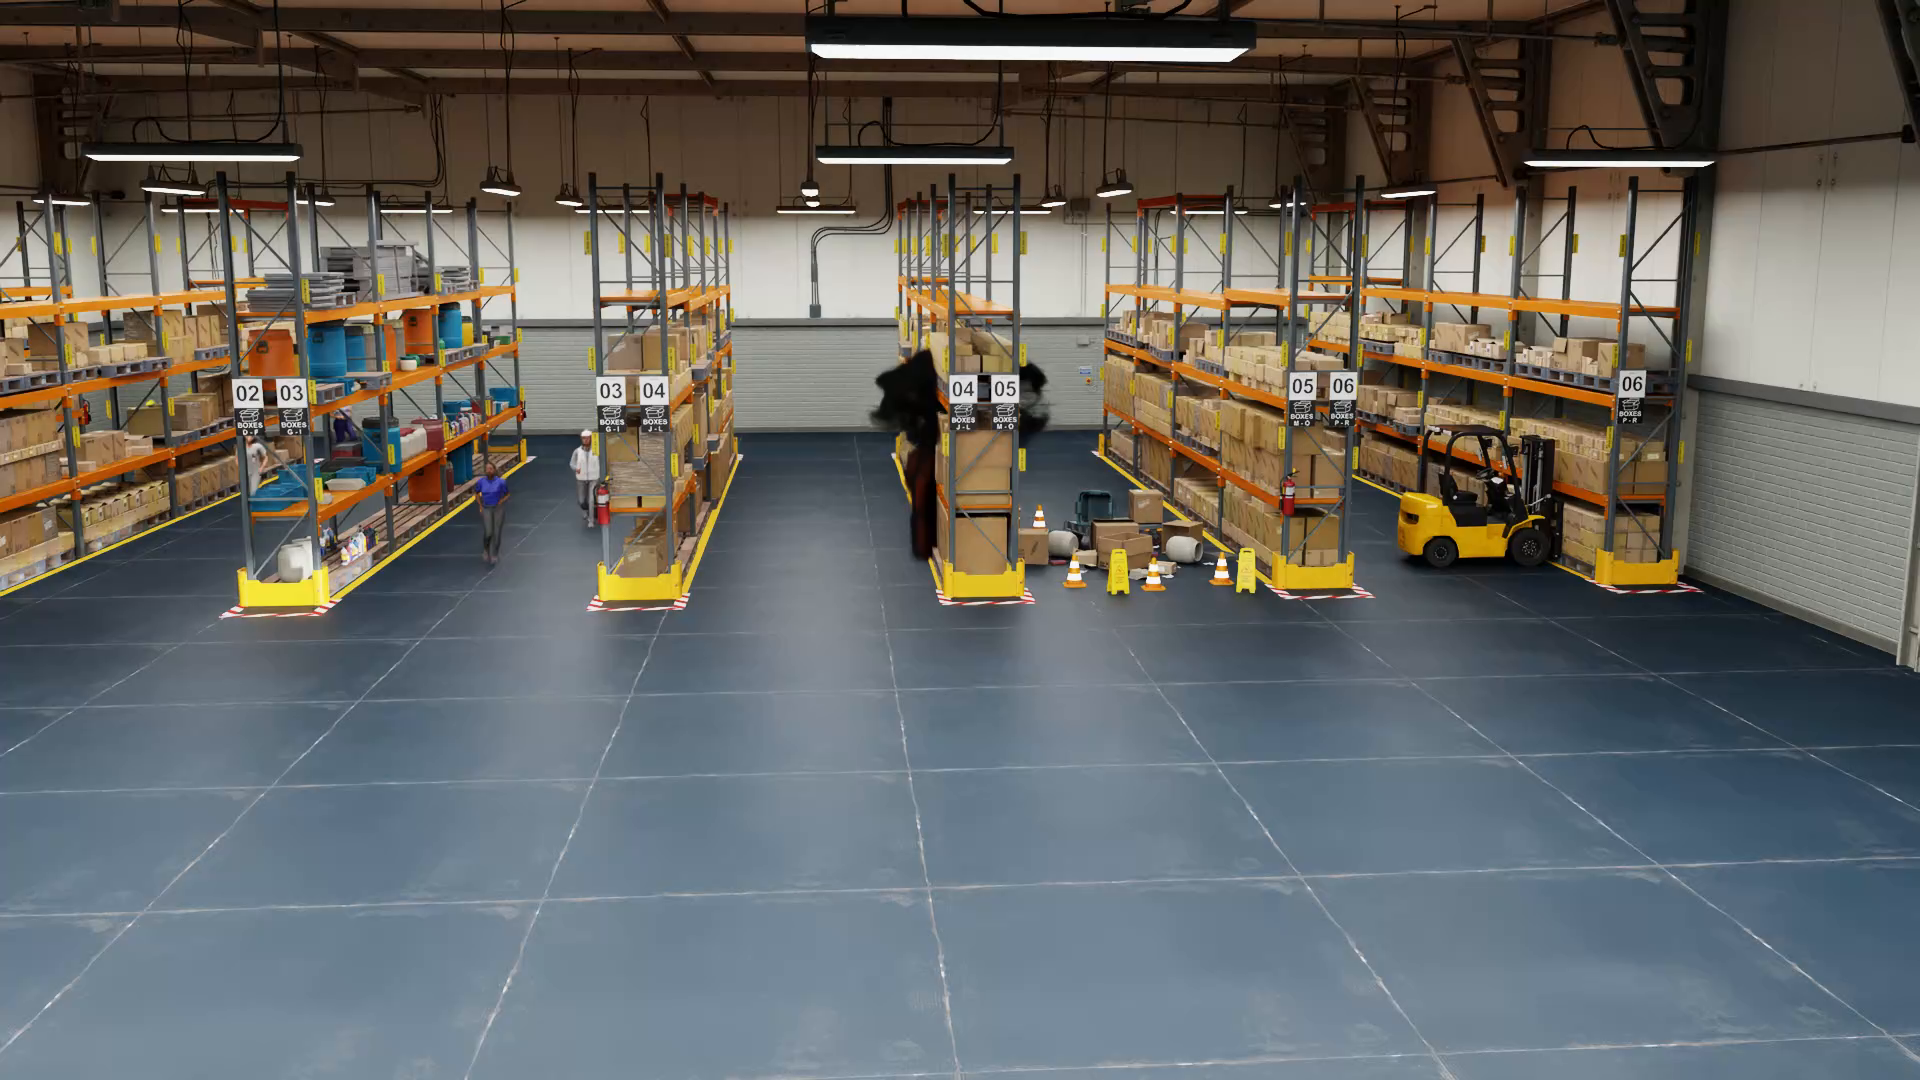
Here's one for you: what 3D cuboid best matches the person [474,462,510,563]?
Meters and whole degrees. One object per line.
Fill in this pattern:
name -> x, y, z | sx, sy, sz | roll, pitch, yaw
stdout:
person -> -7.421, -0.424, 26.426 | 0.561, 1.621, 0.573 | -3, 10, -14

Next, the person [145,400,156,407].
person -> -17.203, -2.114, 35.548 | 0.705, 1.765, 0.889 | -1, 10, -6

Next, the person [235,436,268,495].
person -> -13.191, -1.224, 31.014 | 0.585, 1.628, 0.605 | -2, 10, -13

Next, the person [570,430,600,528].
person -> -6.697, -1.112, 30.021 | 0.669, 1.733, 0.760 | -1, 10, -8

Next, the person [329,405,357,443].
person -> -14.686, -2.700, 39.485 | 0.618, 1.703, 0.705 | -9, 13, -41
